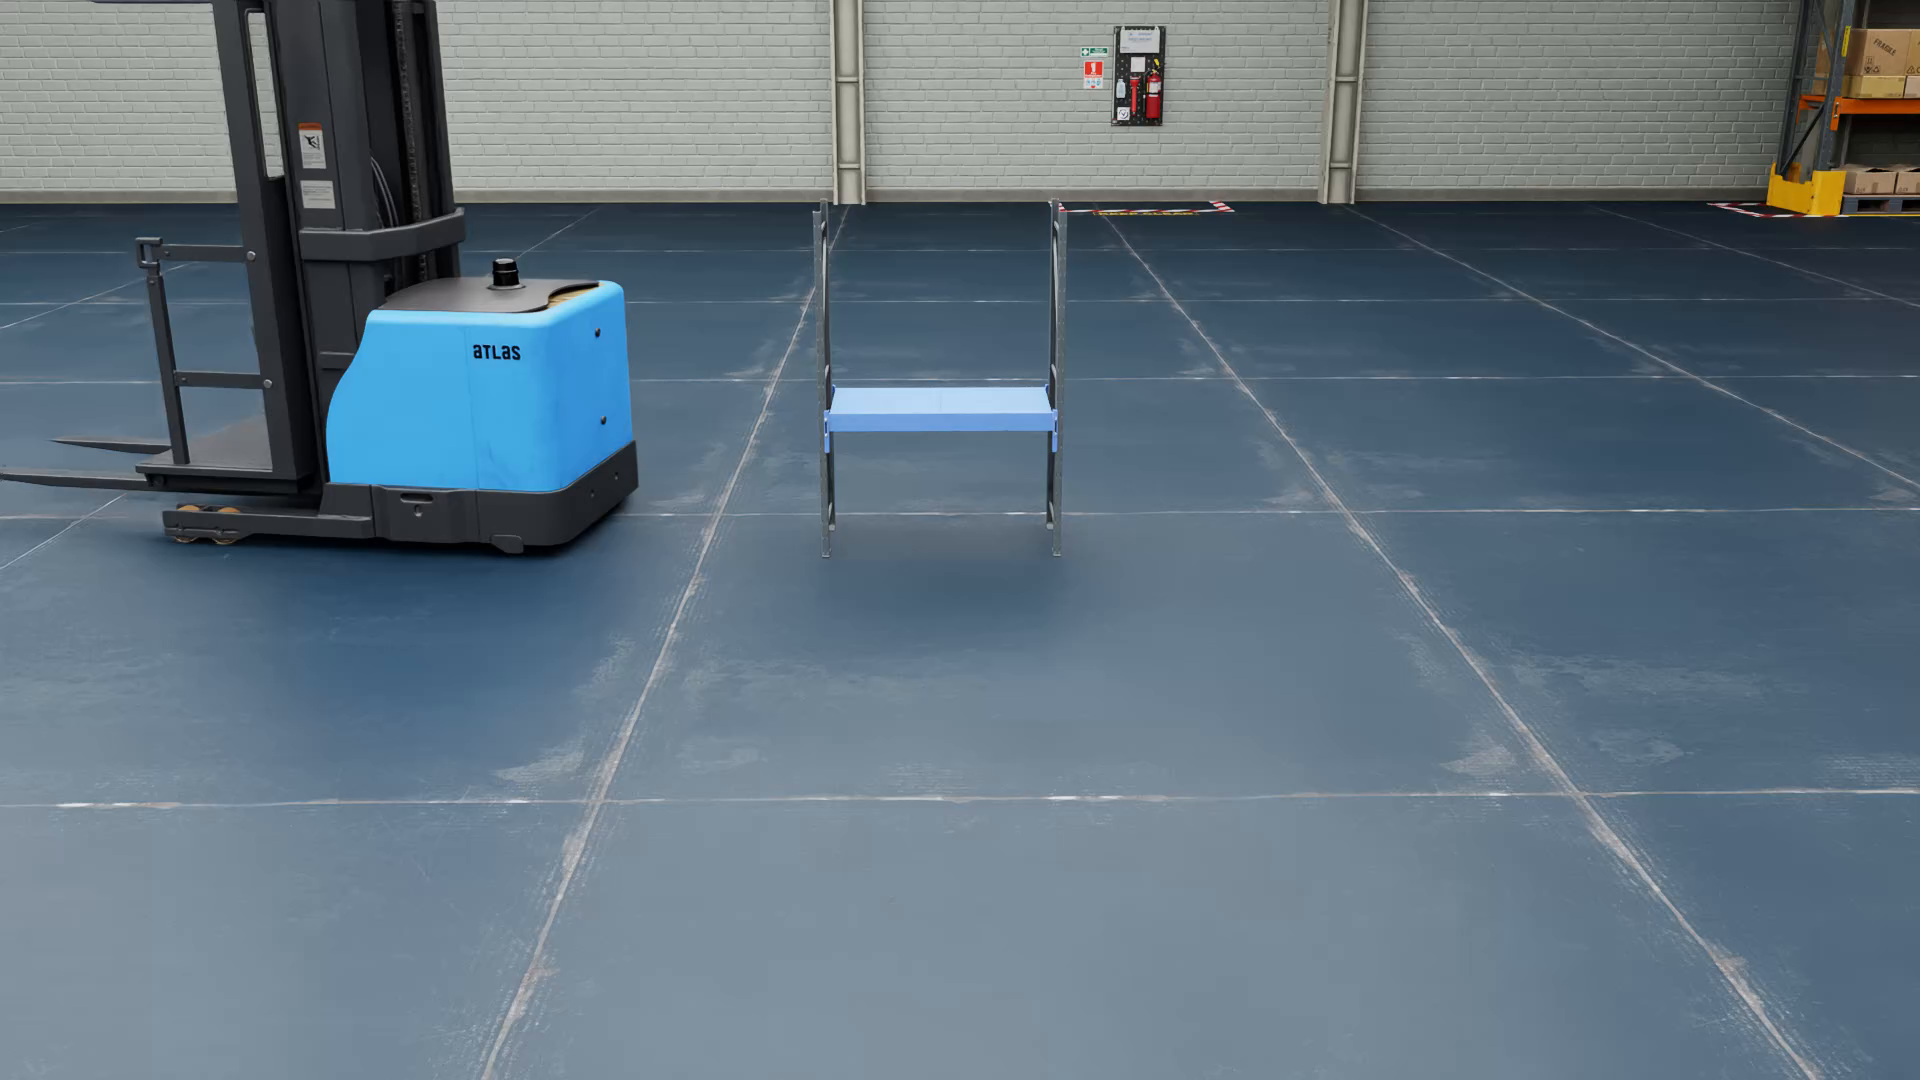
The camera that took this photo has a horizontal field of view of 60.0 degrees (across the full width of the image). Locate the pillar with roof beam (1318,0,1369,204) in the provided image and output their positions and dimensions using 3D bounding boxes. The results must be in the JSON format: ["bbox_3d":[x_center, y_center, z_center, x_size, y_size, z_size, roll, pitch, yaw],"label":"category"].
[{"bbox_3d":[4.715,-7.147,15.095,0.400,9.000,9.100,0,18,-1],"label":"pillar with roof beam"}]

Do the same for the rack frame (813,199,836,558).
[{"bbox_3d":[-0.594,-0.711,7.310,0.032,1.500,0.500,0,18,-1],"label":"rack frame"}]

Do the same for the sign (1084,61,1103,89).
[{"bbox_3d":[1.621,-5.651,20.194,0.234,0.329,0.001,0,18,-1],"label":"sign"}]

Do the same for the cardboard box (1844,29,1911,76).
[{"bbox_3d":[10.442,-5.572,18.993,0.500,0.500,0.500,0,18,-1],"label":"cardboard box"}]

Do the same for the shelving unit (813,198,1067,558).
[{"bbox_3d":[-0.085,-0.714,7.317,1.048,1.500,0.538,0,18,-1],"label":"shelving unit"}]

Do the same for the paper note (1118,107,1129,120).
[{"bbox_3d":[1.997,-5.206,20.307,0.142,0.148,0.016,0,18,-1],"label":"paper note"}]

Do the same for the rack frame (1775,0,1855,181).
[{"bbox_3d":[9.960,-5.367,19.366,0.127,3.000,1.000,0,18,-1],"label":"rack frame"}]

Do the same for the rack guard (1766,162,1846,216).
[{"bbox_3d":[10.036,-4.177,19.749,0.348,0.500,1.175,0,18,-1],"label":"rack guard"}]

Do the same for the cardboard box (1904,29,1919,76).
[{"bbox_3d":[10.936,-5.572,18.991,0.500,0.500,0.500,0,18,-1],"label":"cardboard box"}]

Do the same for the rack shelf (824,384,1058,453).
[{"bbox_3d":[-0.085,-0.542,7.372,1.000,0.185,0.538,0,18,-1],"label":"rack shelf"}]

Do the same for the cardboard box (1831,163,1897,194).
[{"bbox_3d":[10.653,-4.272,19.634,0.500,0.311,0.500,-2,18,-7],"label":"cardboard box"}]

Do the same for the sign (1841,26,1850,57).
[{"bbox_3d":[9.969,-5.613,18.717,0.005,0.325,0.100,0,18,-1],"label":"sign"}]

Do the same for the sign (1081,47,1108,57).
[{"bbox_3d":[1.626,-5.900,20.104,0.331,0.109,0.001,0,18,-1],"label":"sign"}]

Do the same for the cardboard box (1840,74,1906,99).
[{"bbox_3d":[10.453,-5.210,19.091,0.500,0.250,0.500,-1,18,-2],"label":"cardboard box"}]

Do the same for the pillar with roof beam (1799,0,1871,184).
[{"bbox_3d":[10.714,-7.176,15.185,0.400,9.000,9.100,0,18,-1],"label":"pillar with roof beam"}]

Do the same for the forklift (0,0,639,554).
[{"bbox_3d":[-3.134,-1.529,7.514,3.031,2.935,1.130,3,18,9],"label":"forklift"}]

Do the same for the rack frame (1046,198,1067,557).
[{"bbox_3d":[0.423,-0.716,7.325,0.032,1.500,0.500,0,18,-1],"label":"rack frame"}]

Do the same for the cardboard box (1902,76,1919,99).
[{"bbox_3d":[10.972,-5.217,19.113,0.500,0.250,0.500,-1,18,-3],"label":"cardboard box"}]

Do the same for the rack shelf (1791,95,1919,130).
[{"bbox_3d":[11.960,-5.034,19.506,4.000,0.370,1.077,0,18,-1],"label":"rack shelf"}]

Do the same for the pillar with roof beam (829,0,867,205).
[{"bbox_3d":[-1.284,-7.118,15.005,0.400,9.000,9.100,0,18,-1],"label":"pillar with roof beam"}]

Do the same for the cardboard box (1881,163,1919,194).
[{"bbox_3d":[11.223,-4.274,19.643,0.500,0.311,0.500,1,18,4],"label":"cardboard box"}]

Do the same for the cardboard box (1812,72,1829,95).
[{"bbox_3d":[10.424,-5.366,19.578,0.500,0.250,0.500,0,18,0],"label":"cardboard box"}]

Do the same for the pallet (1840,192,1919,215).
[{"bbox_3d":[10.849,-4.032,19.772,1.213,0.211,1.003,0,18,-1],"label":"pallet"}]

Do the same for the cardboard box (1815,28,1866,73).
[{"bbox_3d":[10.428,-5.729,19.481,0.500,0.500,0.500,0,18,-1],"label":"cardboard box"}]

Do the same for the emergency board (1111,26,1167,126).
[{"bbox_3d":[2.175,-5.605,20.109,0.643,1.169,0.194,0,18,-1],"label":"emergency board"}]
